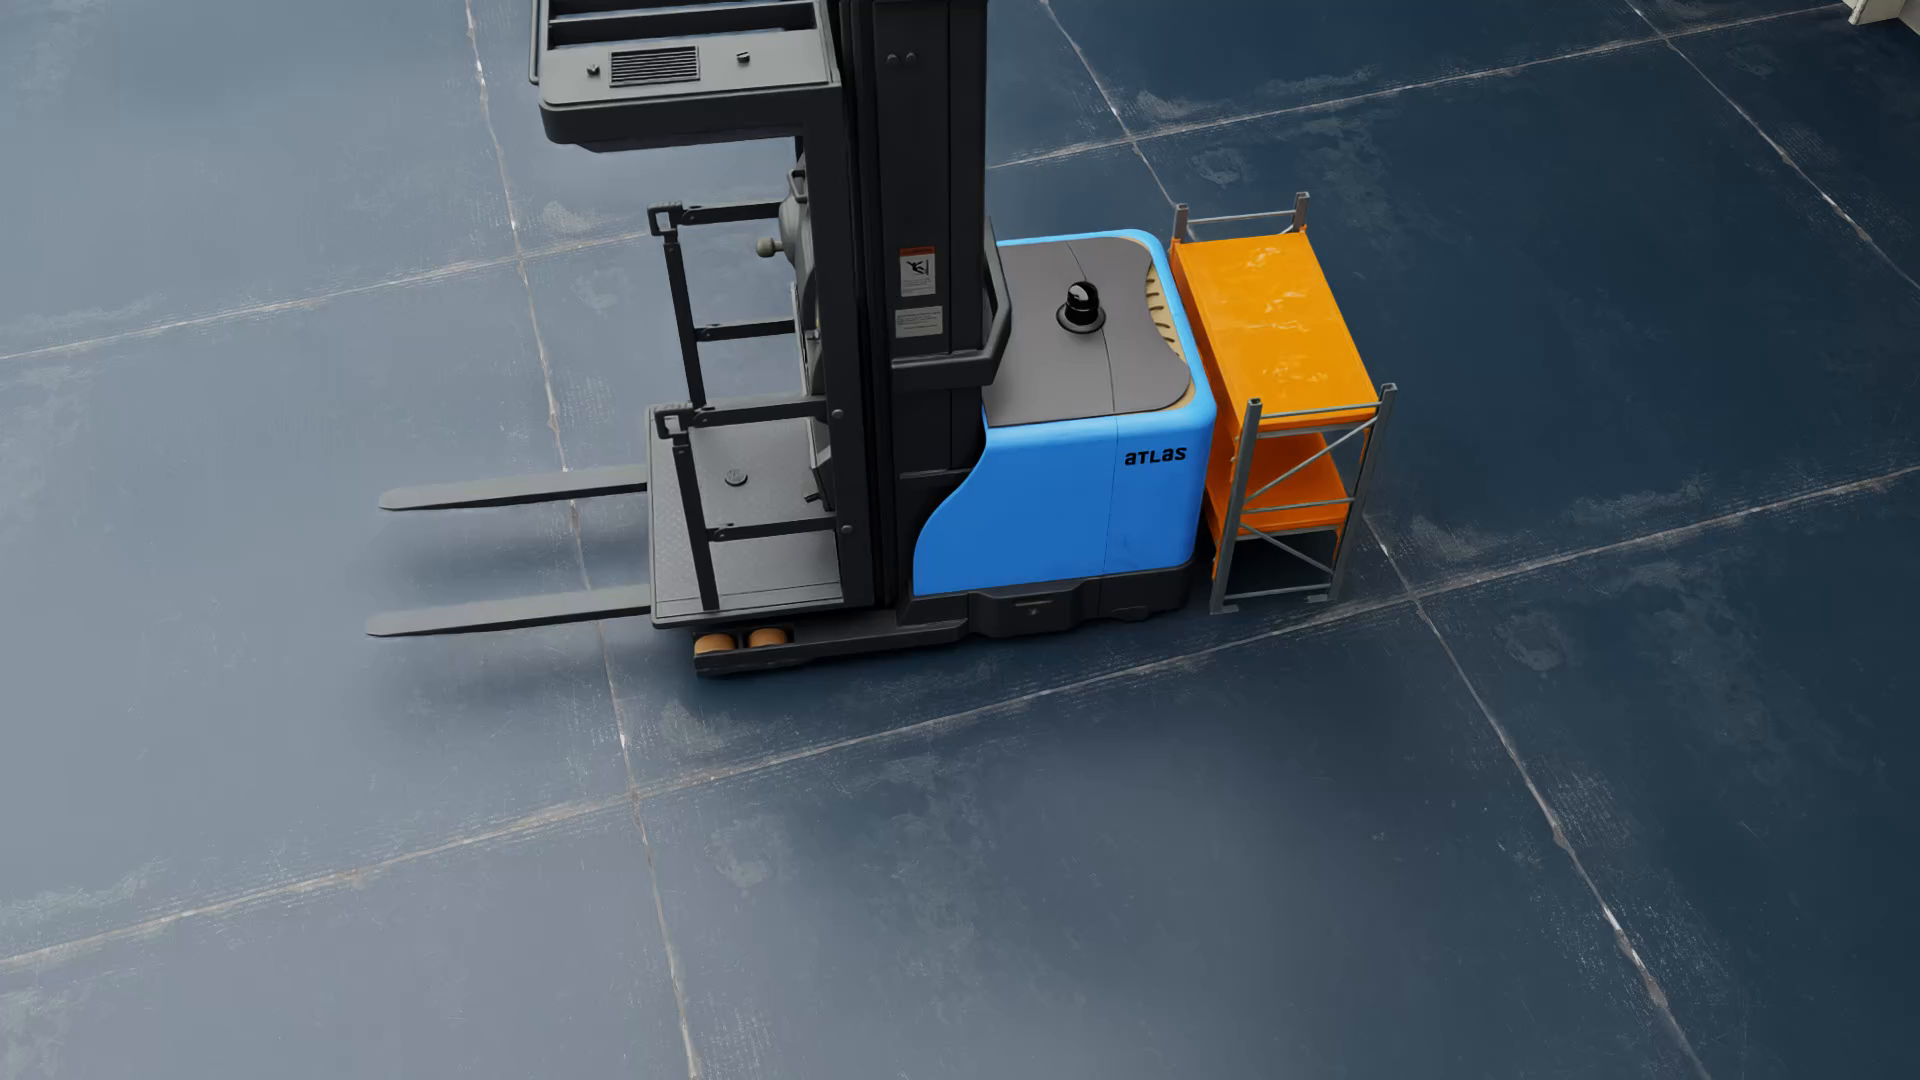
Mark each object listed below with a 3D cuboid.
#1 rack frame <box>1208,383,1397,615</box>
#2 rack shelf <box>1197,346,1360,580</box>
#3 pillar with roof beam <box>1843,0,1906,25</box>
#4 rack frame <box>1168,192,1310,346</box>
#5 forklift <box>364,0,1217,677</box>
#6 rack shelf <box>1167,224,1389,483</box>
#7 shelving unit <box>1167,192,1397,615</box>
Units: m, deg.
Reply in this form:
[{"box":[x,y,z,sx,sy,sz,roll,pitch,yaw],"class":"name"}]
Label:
[{"box":[1.193,-0.118,5.903,0.500,1.125,0.032,-7,50,-6],"class":"rack frame"},{"box":[1.117,-0.345,6.414,0.538,0.278,1.000,-7,50,-6],"class":"rack shelf"},{"box":[0.734,-4.844,4.738,9.100,9.000,0.400,-13,51,-11],"class":"pillar with roof beam"},{"box":[1.041,-0.887,6.551,0.500,1.125,0.032,-7,50,-6],"class":"rack frame"},{"box":[-0.686,-0.881,5.366,3.031,2.935,1.130,-6,50,-5],"class":"forklift"},{"box":[1.118,-0.691,6.003,0.538,0.278,1.000,-7,50,-6],"class":"rack shelf"},{"box":[1.117,-0.503,6.227,0.538,1.125,1.048,-7,50,-6],"class":"shelving unit"}]
